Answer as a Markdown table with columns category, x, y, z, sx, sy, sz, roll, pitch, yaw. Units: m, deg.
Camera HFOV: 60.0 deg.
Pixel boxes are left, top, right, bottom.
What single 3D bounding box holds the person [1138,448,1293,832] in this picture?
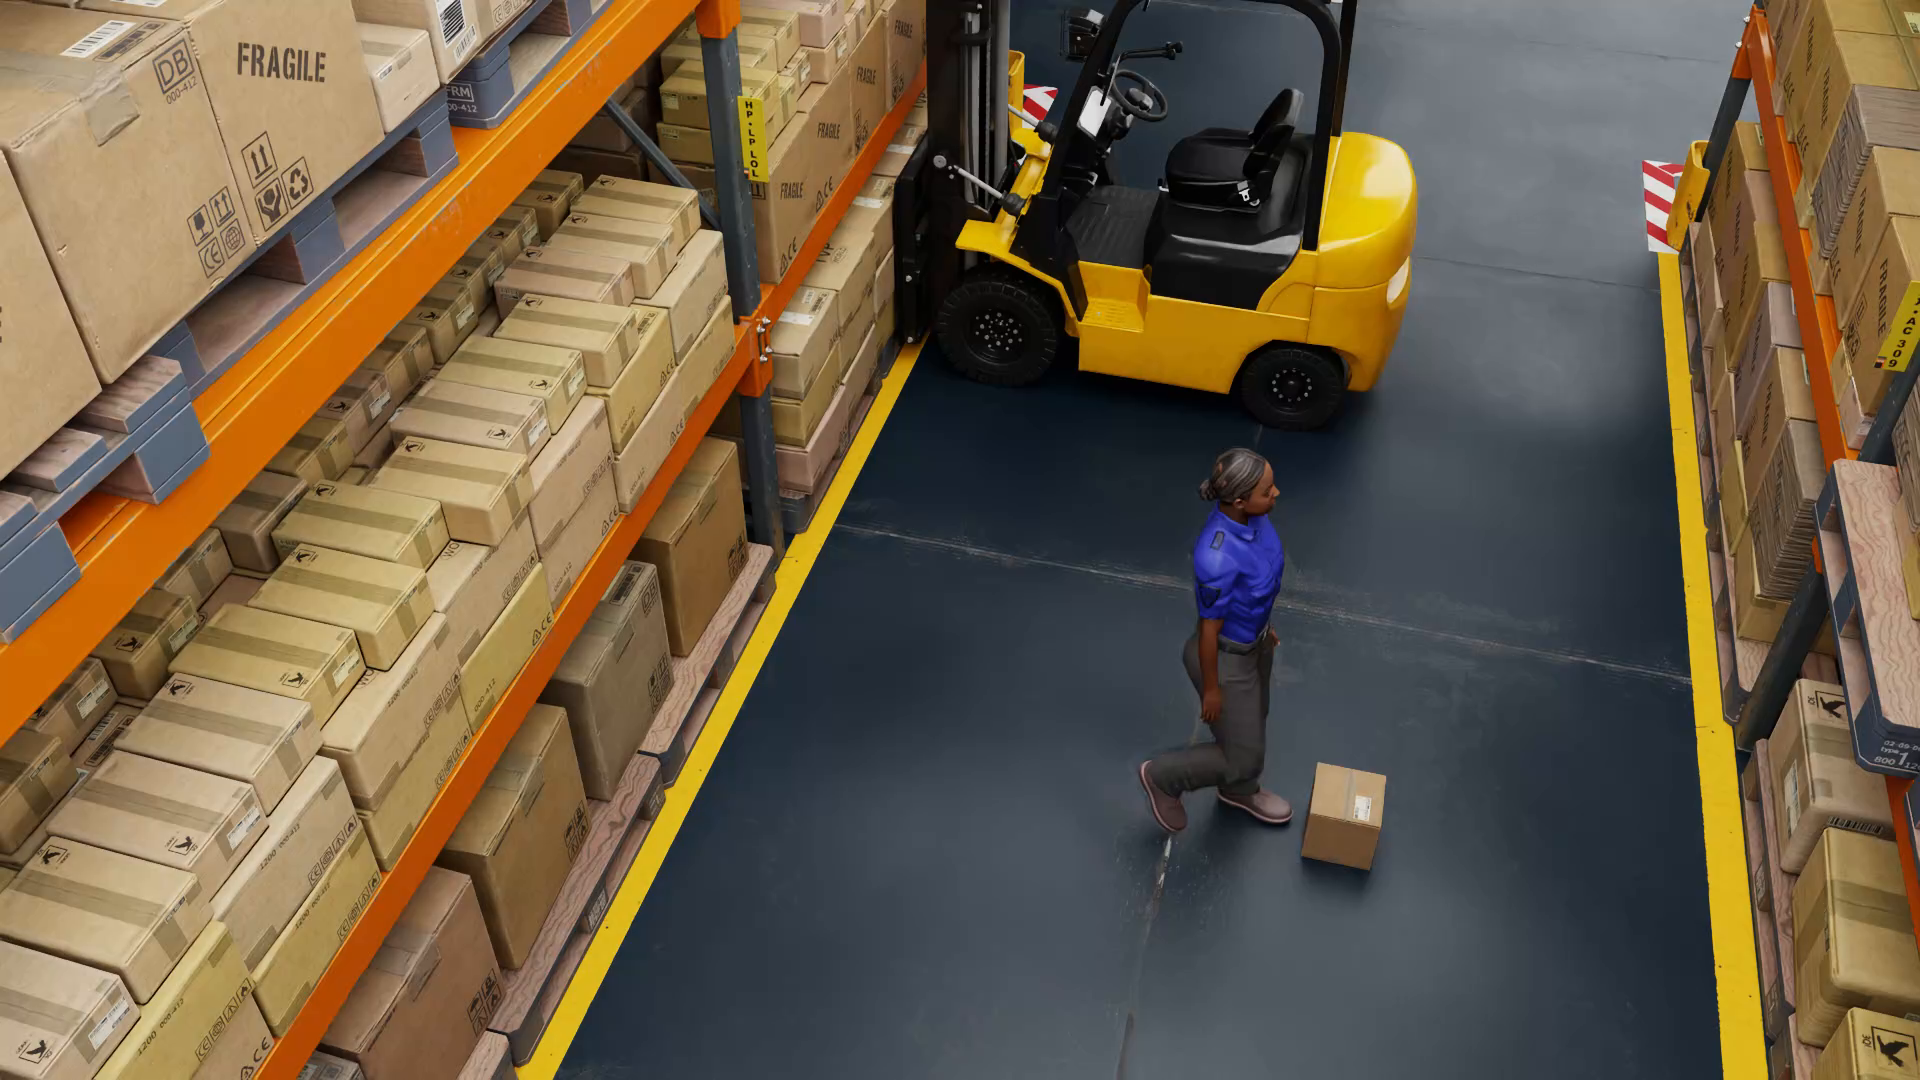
| category | x | y | z | sx | sy | sz | roll | pitch | yaw |
| --- | --- | --- | --- | --- | --- | --- | --- | --- | --- |
| person | 0.958 | 0.385 | 5.688 | 0.551 | 1.655 | 0.490 | 16 | 44 | 18 |
